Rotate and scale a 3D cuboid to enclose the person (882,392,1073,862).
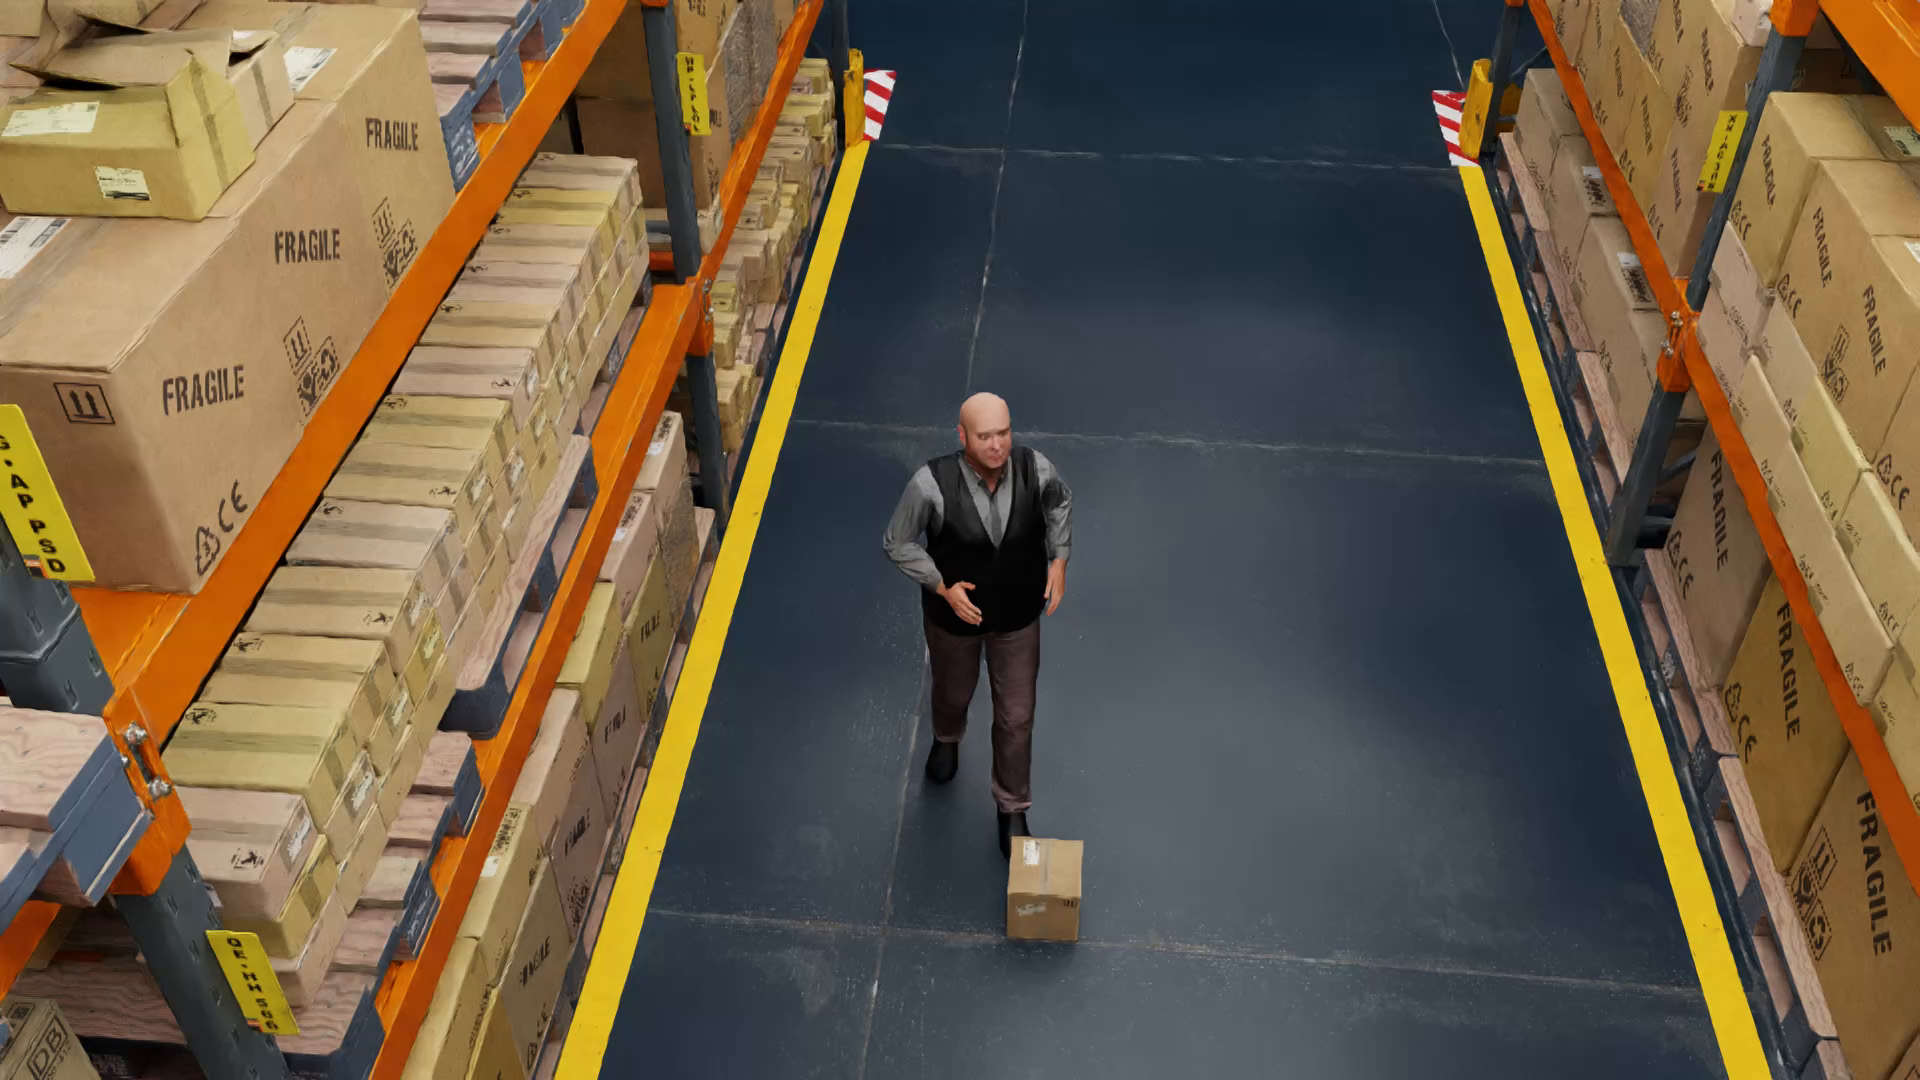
[{"bbox_3d":[0.113,0.316,5.793,0.703,1.717,0.739,-8,40,-9],"label":"person"}]
